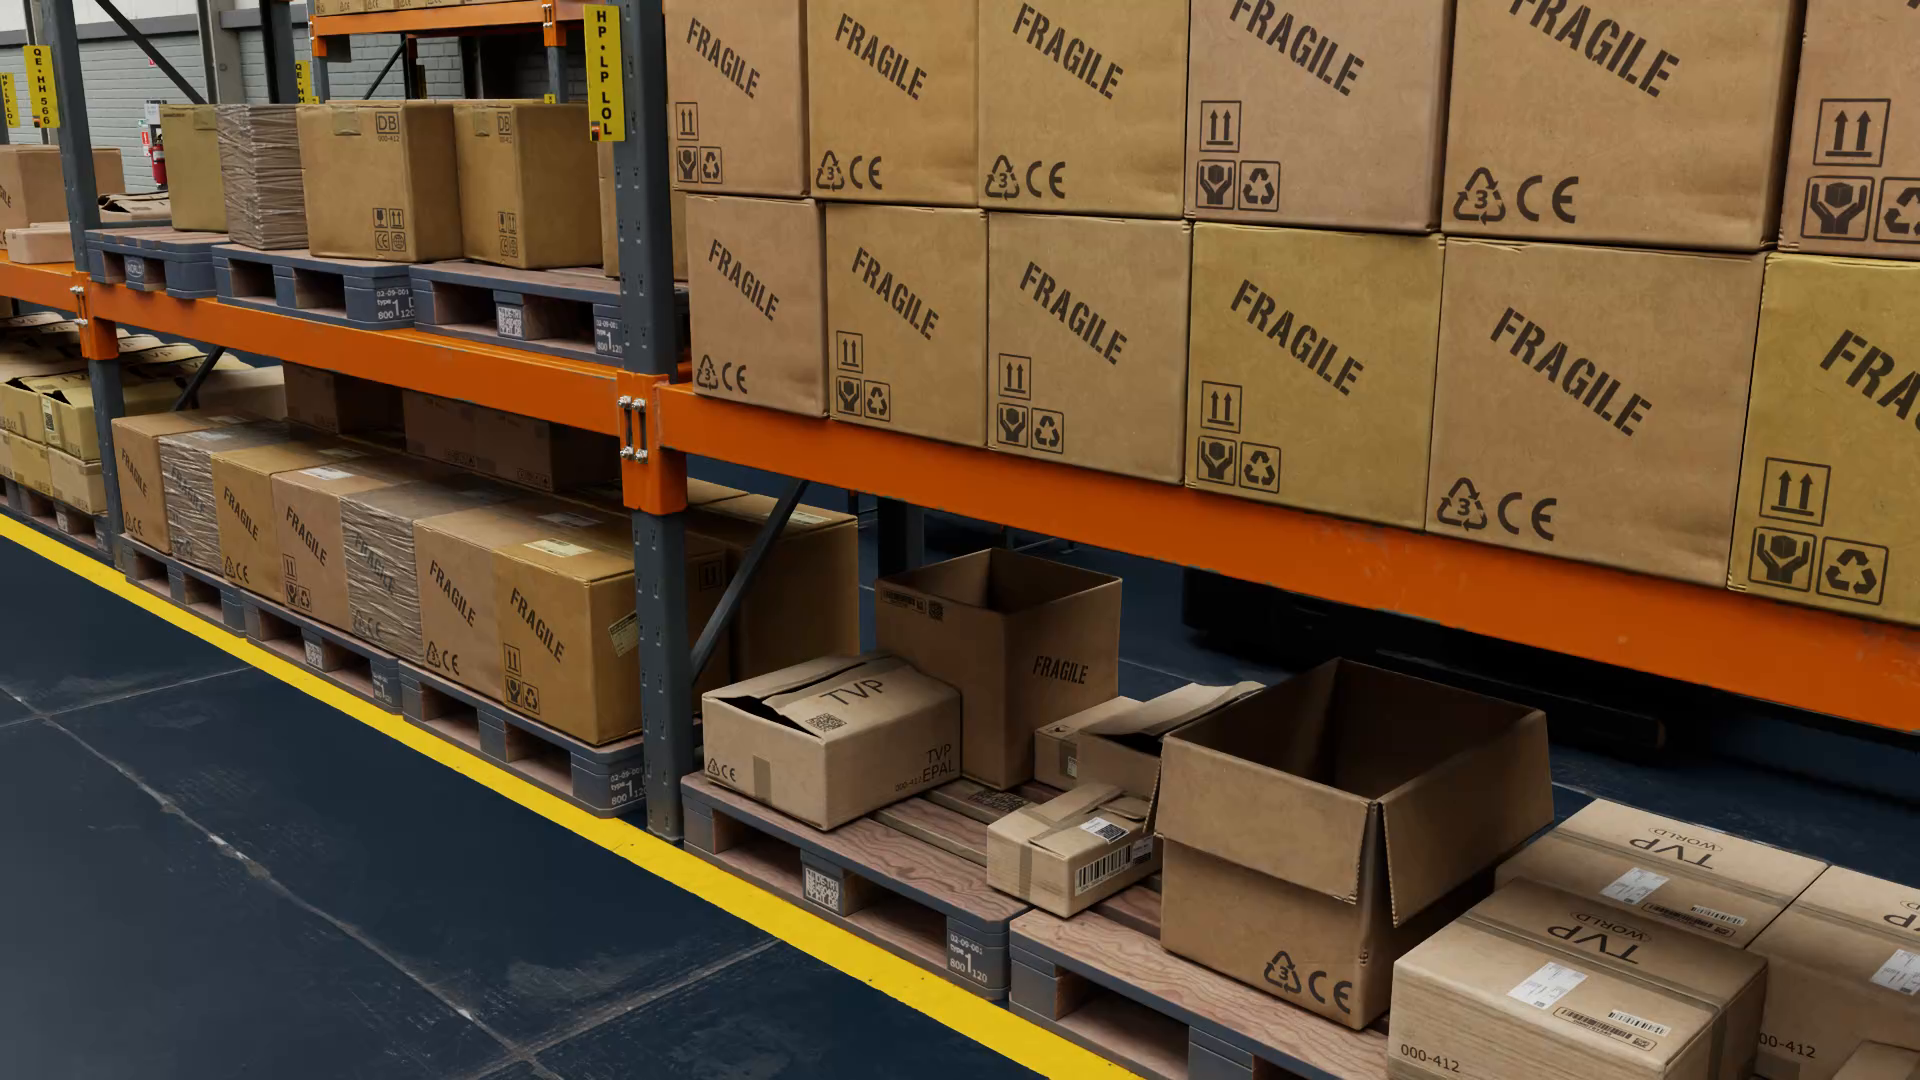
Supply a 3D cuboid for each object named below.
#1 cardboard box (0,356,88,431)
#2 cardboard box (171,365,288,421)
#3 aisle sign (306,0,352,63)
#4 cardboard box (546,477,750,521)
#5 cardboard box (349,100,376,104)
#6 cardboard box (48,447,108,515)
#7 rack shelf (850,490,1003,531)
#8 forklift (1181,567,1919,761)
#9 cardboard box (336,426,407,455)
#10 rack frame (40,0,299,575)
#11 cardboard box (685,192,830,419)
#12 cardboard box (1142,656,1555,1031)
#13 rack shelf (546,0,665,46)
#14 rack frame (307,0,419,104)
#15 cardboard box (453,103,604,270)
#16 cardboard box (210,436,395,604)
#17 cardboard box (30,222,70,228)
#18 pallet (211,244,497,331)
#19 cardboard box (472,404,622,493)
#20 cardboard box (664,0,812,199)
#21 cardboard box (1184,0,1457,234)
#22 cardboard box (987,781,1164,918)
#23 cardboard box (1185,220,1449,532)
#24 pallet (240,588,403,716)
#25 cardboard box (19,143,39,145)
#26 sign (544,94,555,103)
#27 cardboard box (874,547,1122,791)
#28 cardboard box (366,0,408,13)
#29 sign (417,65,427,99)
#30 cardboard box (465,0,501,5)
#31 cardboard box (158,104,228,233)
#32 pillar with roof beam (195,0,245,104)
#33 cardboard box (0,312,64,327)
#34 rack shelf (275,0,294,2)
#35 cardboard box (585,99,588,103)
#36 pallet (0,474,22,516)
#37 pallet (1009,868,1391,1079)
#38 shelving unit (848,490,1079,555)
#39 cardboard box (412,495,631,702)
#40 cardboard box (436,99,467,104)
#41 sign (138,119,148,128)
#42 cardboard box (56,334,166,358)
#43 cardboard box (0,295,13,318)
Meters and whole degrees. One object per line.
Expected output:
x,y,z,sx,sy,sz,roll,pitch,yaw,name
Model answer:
-4.667,-0.768,8.437,0.500,0.311,0.500,13,20,42,cardboard box
-3.552,-0.687,8.128,0.500,0.311,0.500,-14,20,-42,cardboard box
-5.962,-4.914,15.687,0.004,0.787,0.394,14,20,42,aisle sign
-1.070,0.079,5.767,0.500,0.500,0.500,14,20,43,cardboard box
-5.218,-3.771,15.228,0.500,0.500,0.500,14,20,42,cardboard box
-3.927,-0.318,7.826,0.500,0.250,0.500,-14,20,-43,cardboard box
0.005,-0.307,7.847,1.000,0.278,0.538,14,20,42,rack shelf
2.278,-0.868,5.450,3.031,2.935,1.130,13,20,41,forklift
-2.171,-0.190,6.796,0.500,0.500,0.500,13,19,40,cardboard box
-3.379,-1.398,7.349,0.127,3.000,1.000,14,20,42,rack frame
-0.322,-0.608,4.117,0.500,0.500,0.500,-14,20,-43,cardboard box
0.857,0.625,3.663,0.637,0.503,0.797,14,20,42,cardboard box
-1.383,-3.751,11.858,4.000,0.370,1.077,14,20,42,rack shelf
-5.702,-3.698,16.175,0.127,3.000,1.000,14,20,42,rack frame
-1.224,-1.182,5.488,0.700,0.500,0.500,-11,18,-35,cardboard box
-2.511,-0.090,6.415,0.500,0.500,0.500,13,20,41,cardboard box
-4.336,-1.489,8.198,0.380,0.149,0.250,-13,19,-40,cardboard box
-1.976,-0.966,6.070,1.213,0.211,1.003,14,20,42,pallet
-1.398,-0.368,5.993,0.500,0.250,0.500,14,20,42,cardboard box
-0.356,-1.097,4.011,0.500,0.500,0.500,-14,20,-43,cardboard box
0.758,-0.826,2.973,0.500,0.500,0.500,-14,20,-42,cardboard box
0.282,0.722,3.957,0.250,0.166,0.380,14,20,42,cardboard box
0.775,-0.342,3.097,0.500,0.500,0.500,13,20,41,cardboard box
-1.994,0.302,6.353,1.213,0.211,1.003,14,20,42,pallet
-5.338,-1.917,9.142,0.500,0.500,0.500,-13,19,-40,cardboard box
-3.194,-3.317,12.996,0.005,0.325,0.100,14,20,42,sign
0.108,0.347,4.736,0.500,0.500,0.500,14,20,42,cardboard box
-4.897,-4.913,14.652,0.500,0.500,0.500,-13,20,-42,cardboard box
-5.303,-4.508,16.363,0.005,0.325,0.100,14,20,42,sign
-3.713,-4.642,13.611,0.500,0.500,0.500,12,19,38,cardboard box
-2.847,-1.560,6.938,0.500,0.500,0.700,7,16,24,cardboard box
-11.905,-6.904,16.582,0.400,9.000,9.100,14,20,42,pillar with roof beam
-5.768,-1.223,10.186,0.500,0.311,0.500,14,20,42,cardboard box
-1.939,-2.151,5.718,4.000,0.370,1.077,14,20,42,rack shelf
-3.016,-3.418,13.872,0.500,0.500,0.500,13,19,41,cardboard box
-4.819,-0.413,9.100,1.213,0.211,1.003,14,20,42,pallet
0.877,0.985,3.732,1.213,0.211,1.003,14,20,42,pallet
0.005,-0.543,7.786,1.048,1.125,0.538,14,20,42,shelving unit
-1.404,0.176,5.391,0.500,0.500,0.500,14,20,42,cardboard box
-4.096,-3.501,14.190,0.500,0.500,0.500,13,19,41,cardboard box
-10.999,-5.609,22.387,0.331,0.109,0.001,14,20,42,sign
-4.672,-0.957,9.164,0.500,0.311,0.500,13,20,42,cardboard box
-6.375,-1.472,10.764,0.500,0.500,0.500,14,20,42,cardboard box
